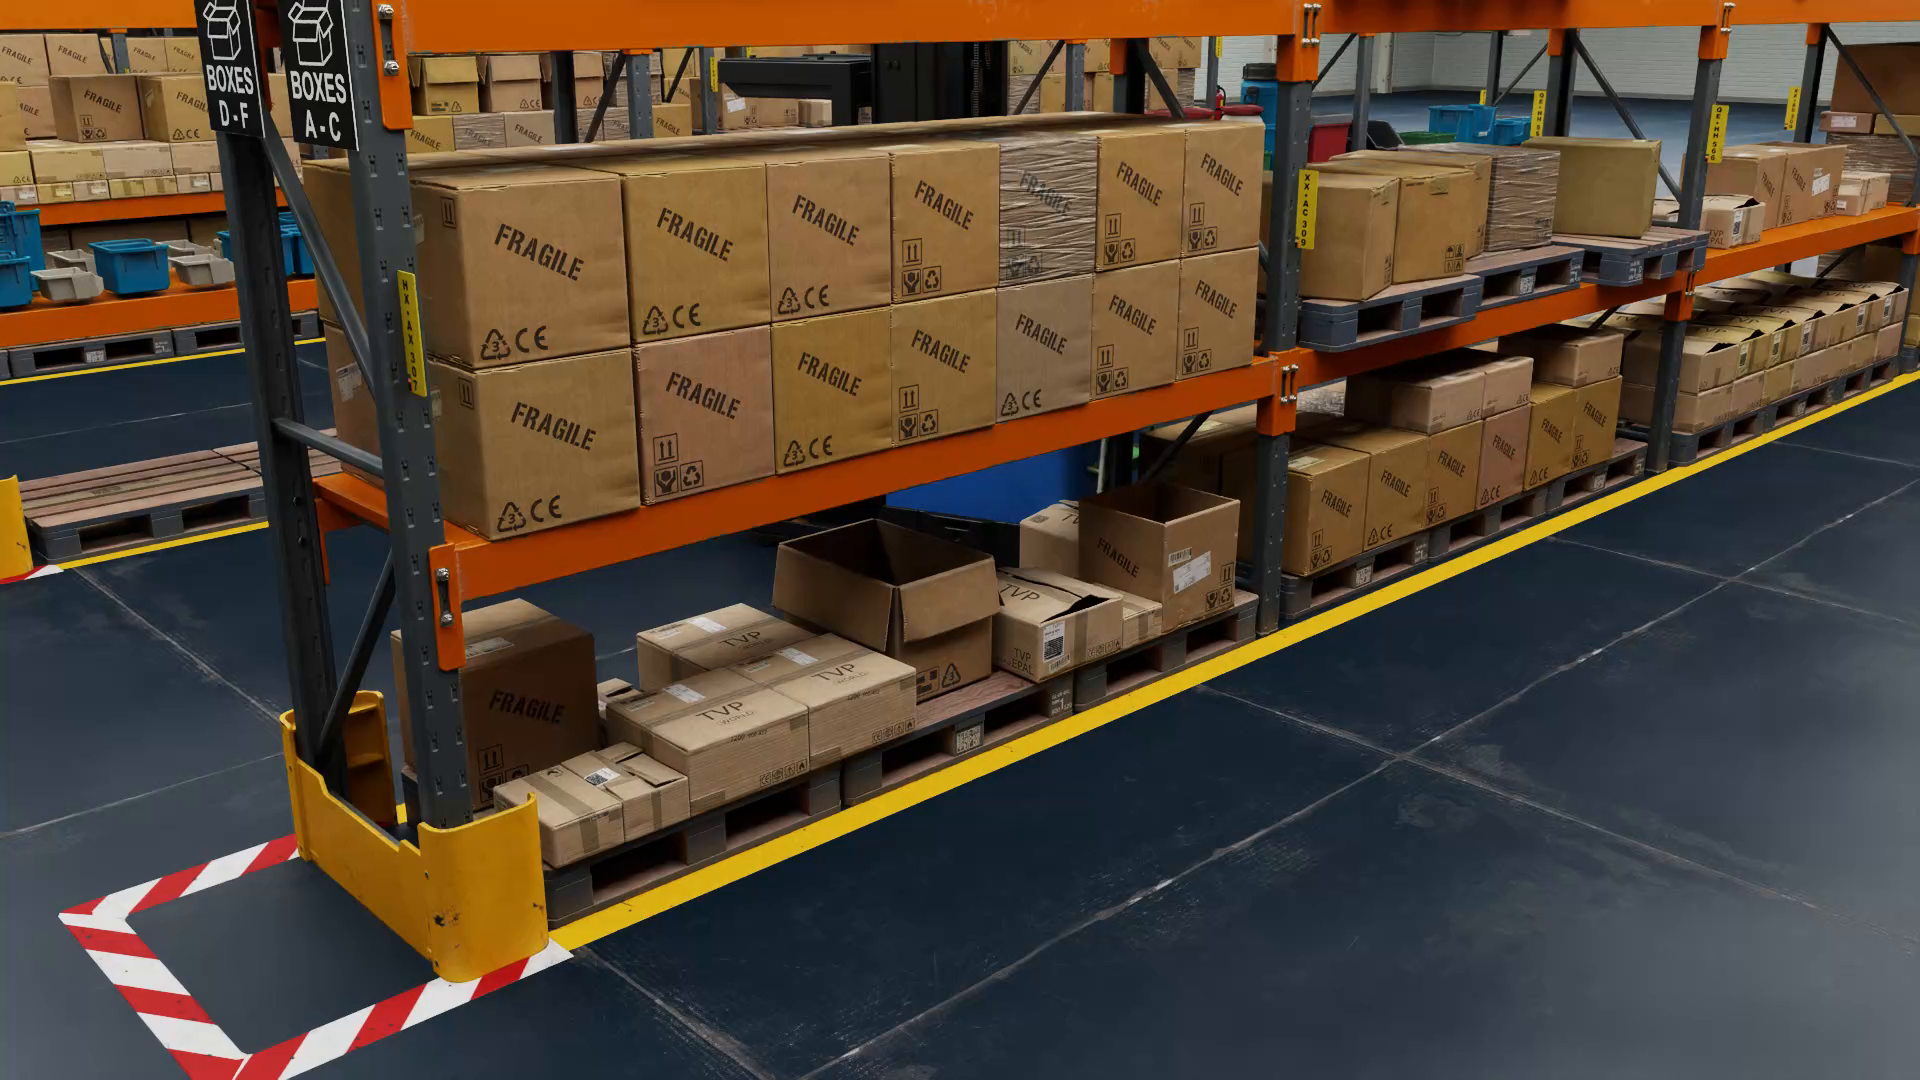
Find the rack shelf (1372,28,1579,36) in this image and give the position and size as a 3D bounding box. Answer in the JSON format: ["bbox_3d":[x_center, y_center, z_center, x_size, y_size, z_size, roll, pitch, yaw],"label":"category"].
[{"bbox_3d":[4.947,-5.418,17.134,4.000,0.370,1.077,-16,24,-41],"label":"rack shelf"}]

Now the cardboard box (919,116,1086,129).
[{"bbox_3d":[0.171,-1.480,6.903,0.500,0.500,0.500,17,25,42],"label":"cardboard box"}]

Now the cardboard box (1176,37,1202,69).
[{"bbox_3d":[2.768,-6.359,21.470,0.500,0.500,0.500,-16,24,-41],"label":"cardboard box"}]

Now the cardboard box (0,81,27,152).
[{"bbox_3d":[-7.358,-3.162,12.417,0.500,0.500,0.500,-17,25,-42],"label":"cardboard box"}]

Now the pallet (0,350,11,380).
[{"bbox_3d":[-8.101,-1.337,12.766,1.213,0.211,1.003,-16,24,-41],"label":"pallet"}]

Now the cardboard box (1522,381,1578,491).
[{"bbox_3d":[3.093,-0.611,9.344,0.500,0.500,0.500,17,24,42],"label":"cardboard box"}]

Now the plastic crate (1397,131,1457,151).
[{"bbox_3d":[4.674,-4.033,16.903,0.662,0.188,0.450,-16,24,-41],"label":"plastic crate"}]

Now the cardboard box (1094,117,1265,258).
[{"bbox_3d":[0.892,-1.461,6.845,0.500,0.500,0.500,-16,24,-41],"label":"cardboard box"}]

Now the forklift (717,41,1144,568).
[{"bbox_3d":[-0.567,-1.478,8.791,3.031,2.935,1.130,8,20,24],"label":"forklift"}]

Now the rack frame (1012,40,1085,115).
[{"bbox_3d":[0.588,-3.062,13.564,0.127,3.000,1.000,-16,24,-41],"label":"rack frame"}]

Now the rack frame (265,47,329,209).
[{"bbox_3d":[-5.722,-3.324,14.373,0.127,3.000,1.000,-16,24,-41],"label":"rack frame"}]

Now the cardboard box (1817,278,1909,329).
[{"bbox_3d":[6.797,-1.807,12.562,0.500,0.311,0.500,-16,24,-41],"label":"cardboard box"}]

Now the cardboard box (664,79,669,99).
[{"bbox_3d":[-4.173,-5.815,21.894,0.500,0.500,0.500,-16,24,-40],"label":"cardboard box"}]

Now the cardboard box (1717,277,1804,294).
[{"bbox_3d":[6.056,-1.820,12.603,0.500,0.311,0.500,-17,24,-41],"label":"cardboard box"}]

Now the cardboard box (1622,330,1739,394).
[{"bbox_3d":[4.570,-1.154,10.550,0.500,0.311,0.500,-15,23,-39],"label":"cardboard box"}]

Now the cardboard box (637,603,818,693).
[{"bbox_3d":[-0.888,0.478,6.391,0.500,0.250,0.500,-16,24,-41],"label":"cardboard box"}]

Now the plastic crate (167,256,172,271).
[{"bbox_3d":[-4.537,-1.541,9.204,0.243,0.136,0.396,-16,24,-41],"label":"plastic crate"}]

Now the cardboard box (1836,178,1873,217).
[{"bbox_3d":[6.382,-2.507,12.071,0.258,0.266,0.396,-17,25,-42],"label":"cardboard box"}]

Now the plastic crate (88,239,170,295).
[{"bbox_3d":[-4.341,-1.433,8.716,0.300,0.233,0.416,-16,24,-41],"label":"plastic crate"}]

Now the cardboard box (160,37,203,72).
[{"bbox_3d":[-10.553,-6.533,22.488,0.500,0.500,0.500,-16,24,-41],"label":"cardboard box"}]

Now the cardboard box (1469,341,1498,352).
[{"bbox_3d":[3.461,-0.939,10.355,0.500,0.500,0.500,-15,23,-39],"label":"cardboard box"}]

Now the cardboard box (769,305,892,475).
[{"bbox_3d":[-0.583,-0.554,5.669,0.500,0.500,0.500,-16,24,-41],"label":"cardboard box"}]

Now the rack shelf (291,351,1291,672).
[{"bbox_3d":[-0.372,-0.337,6.327,4.000,0.370,1.077,-16,24,-41],"label":"rack shelf"}]

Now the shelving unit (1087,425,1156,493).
[{"bbox_3d":[0.739,-0.420,8.305,0.258,1.200,0.503,17,25,32],"label":"shelving unit"}]

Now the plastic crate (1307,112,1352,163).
[{"bbox_3d":[3.352,-3.768,15.640,0.583,0.464,0.402,-16,24,-41],"label":"plastic crate"}]

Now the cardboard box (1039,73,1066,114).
[{"bbox_3d":[0.848,-5.388,20.094,0.500,0.500,0.875,-16,24,-41],"label":"cardboard box"}]

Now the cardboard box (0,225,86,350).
[{"bbox_3d":[-7.557,-2.012,13.090,0.875,0.875,0.875,-16,24,-41],"label":"cardboard box"}]

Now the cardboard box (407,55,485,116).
[{"bbox_3d":[-4.757,-4.129,15.067,0.637,0.503,0.797,-16,24,-40],"label":"cardboard box"}]

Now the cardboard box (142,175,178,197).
[{"bbox_3d":[-6.466,-2.848,13.313,0.250,0.149,0.380,-16,24,-40],"label":"cardboard box"}]

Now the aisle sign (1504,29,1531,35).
[{"bbox_3d":[6.251,-6.074,18.641,0.004,0.787,0.394,-16,24,-41],"label":"aisle sign"}]

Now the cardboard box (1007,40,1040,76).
[{"bbox_3d":[0.593,-5.722,19.504,0.500,0.500,0.500,-16,24,-41],"label":"cardboard box"}]

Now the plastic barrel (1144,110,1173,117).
[{"bbox_3d":[1.801,-3.573,14.921,0.433,0.535,0.433,0,18,0],"label":"plastic barrel"}]

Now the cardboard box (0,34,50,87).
[{"bbox_3d":[-9.584,-4.851,16.816,0.500,0.500,0.500,17,25,42],"label":"cardboard box"}]

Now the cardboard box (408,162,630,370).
[{"bbox_3d":[-1.321,-0.814,4.847,0.500,0.500,0.500,-15,23,-39],"label":"cardboard box"}]

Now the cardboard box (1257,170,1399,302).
[{"bbox_3d":[1.579,-1.401,7.598,0.700,0.500,0.500,9,20,26],"label":"cardboard box"}]

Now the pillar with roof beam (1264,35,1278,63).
[{"bbox_3d":[12.047,-16.228,44.446,0.400,9.000,9.100,-16,24,-41],"label":"pillar with roof beam"}]

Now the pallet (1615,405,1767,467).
[{"bbox_3d":[4.613,-0.790,11.079,1.213,0.211,1.003,-16,24,-41],"label":"pallet"}]

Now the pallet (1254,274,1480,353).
[{"bbox_3d":[1.737,-1.157,8.000,1.213,0.211,1.003,-16,24,-41],"label":"pallet"}]

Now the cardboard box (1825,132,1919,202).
[{"bbox_3d":[7.213,-2.941,13.031,0.500,0.500,0.700,-17,25,-42],"label":"cardboard box"}]

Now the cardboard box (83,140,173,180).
[{"bbox_3d":[-6.607,-3.023,13.207,0.500,0.250,0.500,-16,24,-40],"label":"cardboard box"}]

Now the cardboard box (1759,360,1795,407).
[{"bbox_3d":[5.309,-1.106,11.309,0.500,0.250,0.500,-17,25,-42],"label":"cardboard box"}]

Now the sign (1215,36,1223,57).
[{"bbox_3d":[3.364,-6.439,21.592,0.005,0.325,0.100,-16,24,-41],"label":"sign"}]

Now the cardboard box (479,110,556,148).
[{"bbox_3d":[-4.115,-3.736,15.483,0.500,0.500,0.500,-16,24,-40],"label":"cardboard box"}]

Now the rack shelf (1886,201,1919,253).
[{"bbox_3d":[8.348,-2.880,14.170,4.000,0.370,1.077,-16,24,-41],"label":"rack shelf"}]

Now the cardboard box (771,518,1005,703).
[{"bbox_3d":[-0.280,0.274,6.609,0.637,0.503,0.797,-16,24,-41],"label":"cardboard box"}]
